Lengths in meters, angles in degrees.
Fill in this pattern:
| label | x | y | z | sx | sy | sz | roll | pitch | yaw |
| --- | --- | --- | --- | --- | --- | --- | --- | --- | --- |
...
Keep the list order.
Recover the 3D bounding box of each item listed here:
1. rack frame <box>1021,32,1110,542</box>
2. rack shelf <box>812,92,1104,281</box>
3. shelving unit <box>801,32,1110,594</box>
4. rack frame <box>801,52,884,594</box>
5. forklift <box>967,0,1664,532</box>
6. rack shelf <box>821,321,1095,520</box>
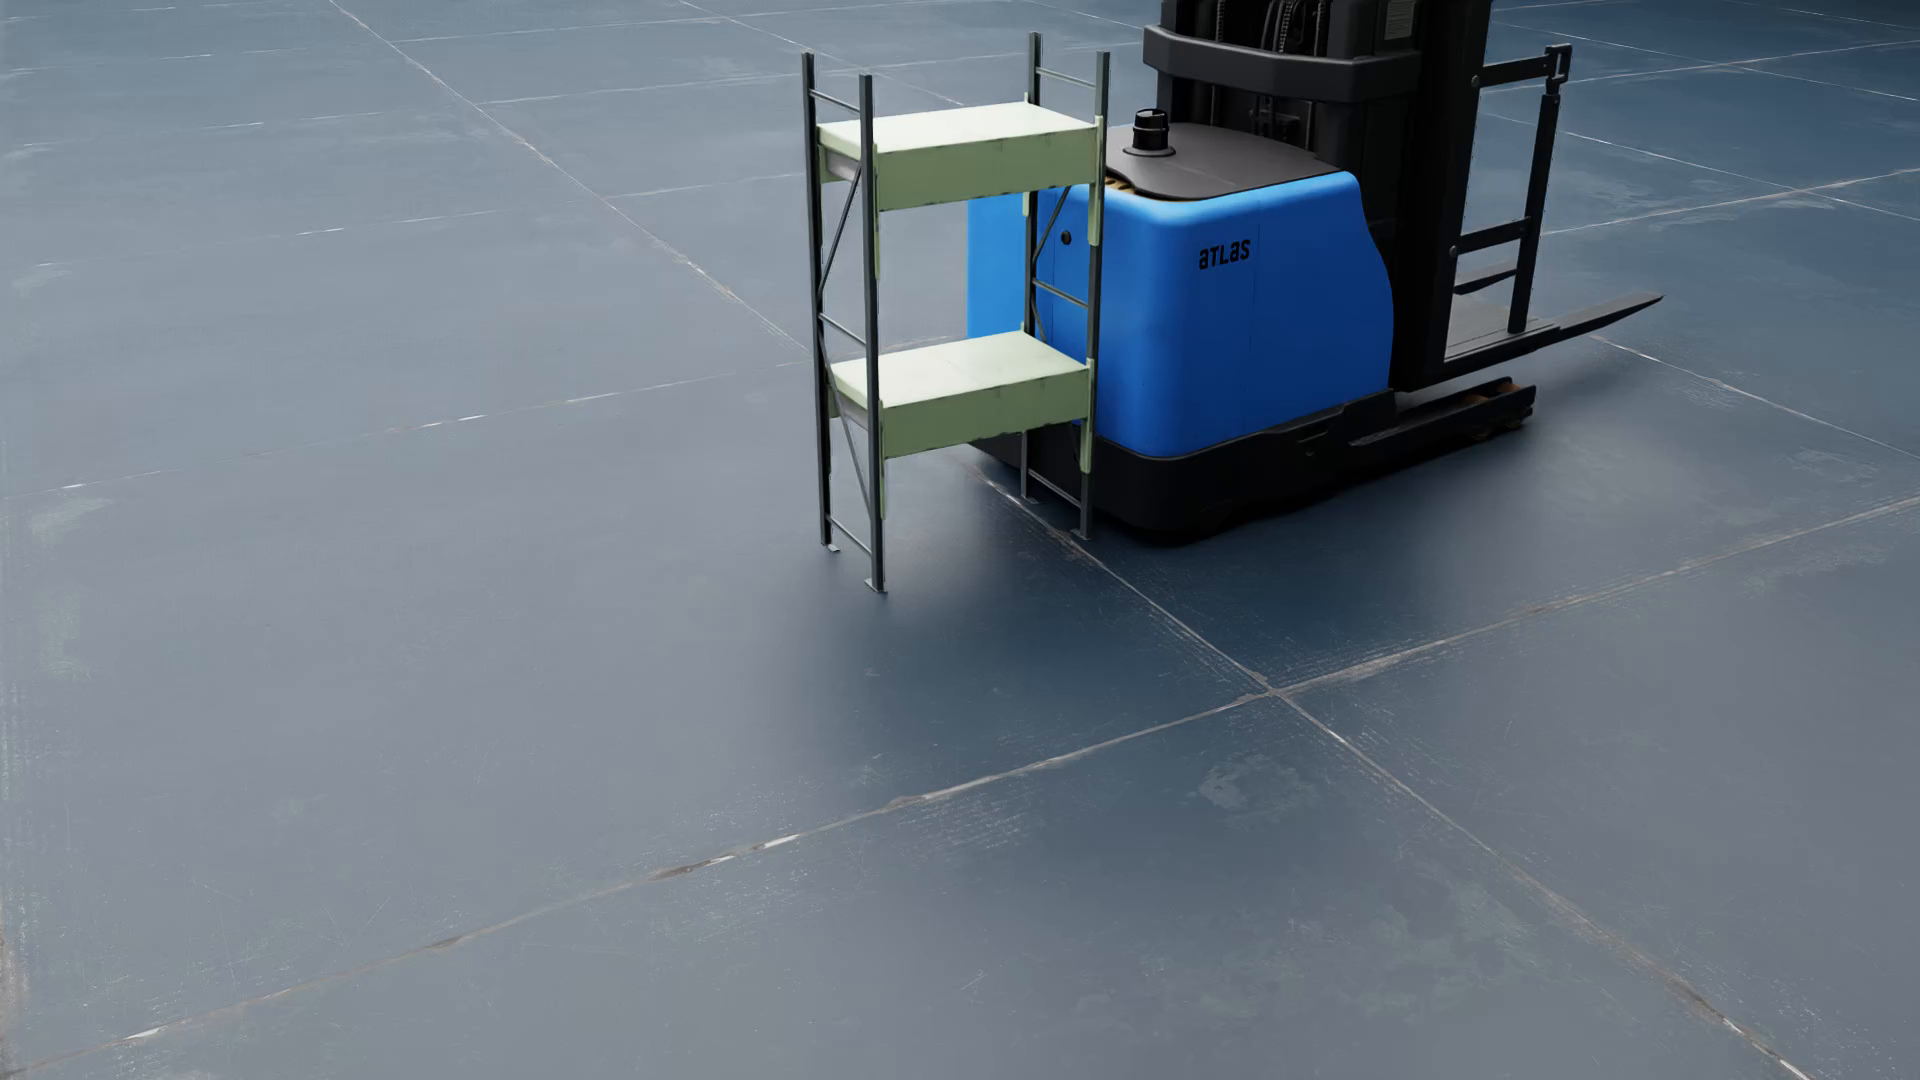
| label | x | y | z | sx | sy | sz | roll | pitch | yaw |
| --- | --- | --- | --- | --- | --- | --- | --- | --- | --- |
| rack frame | 0.309 | -0.747 | 5.073 | 0.023 | 1.500 | 0.400 | -13 | 29 | -26 |
| rack shelf | -0.011 | -1.022 | 4.744 | 0.720 | 0.370 | 0.431 | -13 | 29 | -26 |
| shelving unit | -0.011 | -0.670 | 4.913 | 0.755 | 1.500 | 0.431 | -13 | 29 | -26 |
| rack frame | -0.332 | -0.594 | 4.753 | 0.023 | 1.500 | 0.400 | -13 | 29 | -26 |
| forklift | 1.487 | -1.843 | 5.703 | 3.031 | 2.935 | 1.130 | -18 | 31 | -33 |
| rack shelf | -0.011 | -0.376 | 5.054 | 0.720 | 0.370 | 0.431 | -13 | 29 | -26 |
